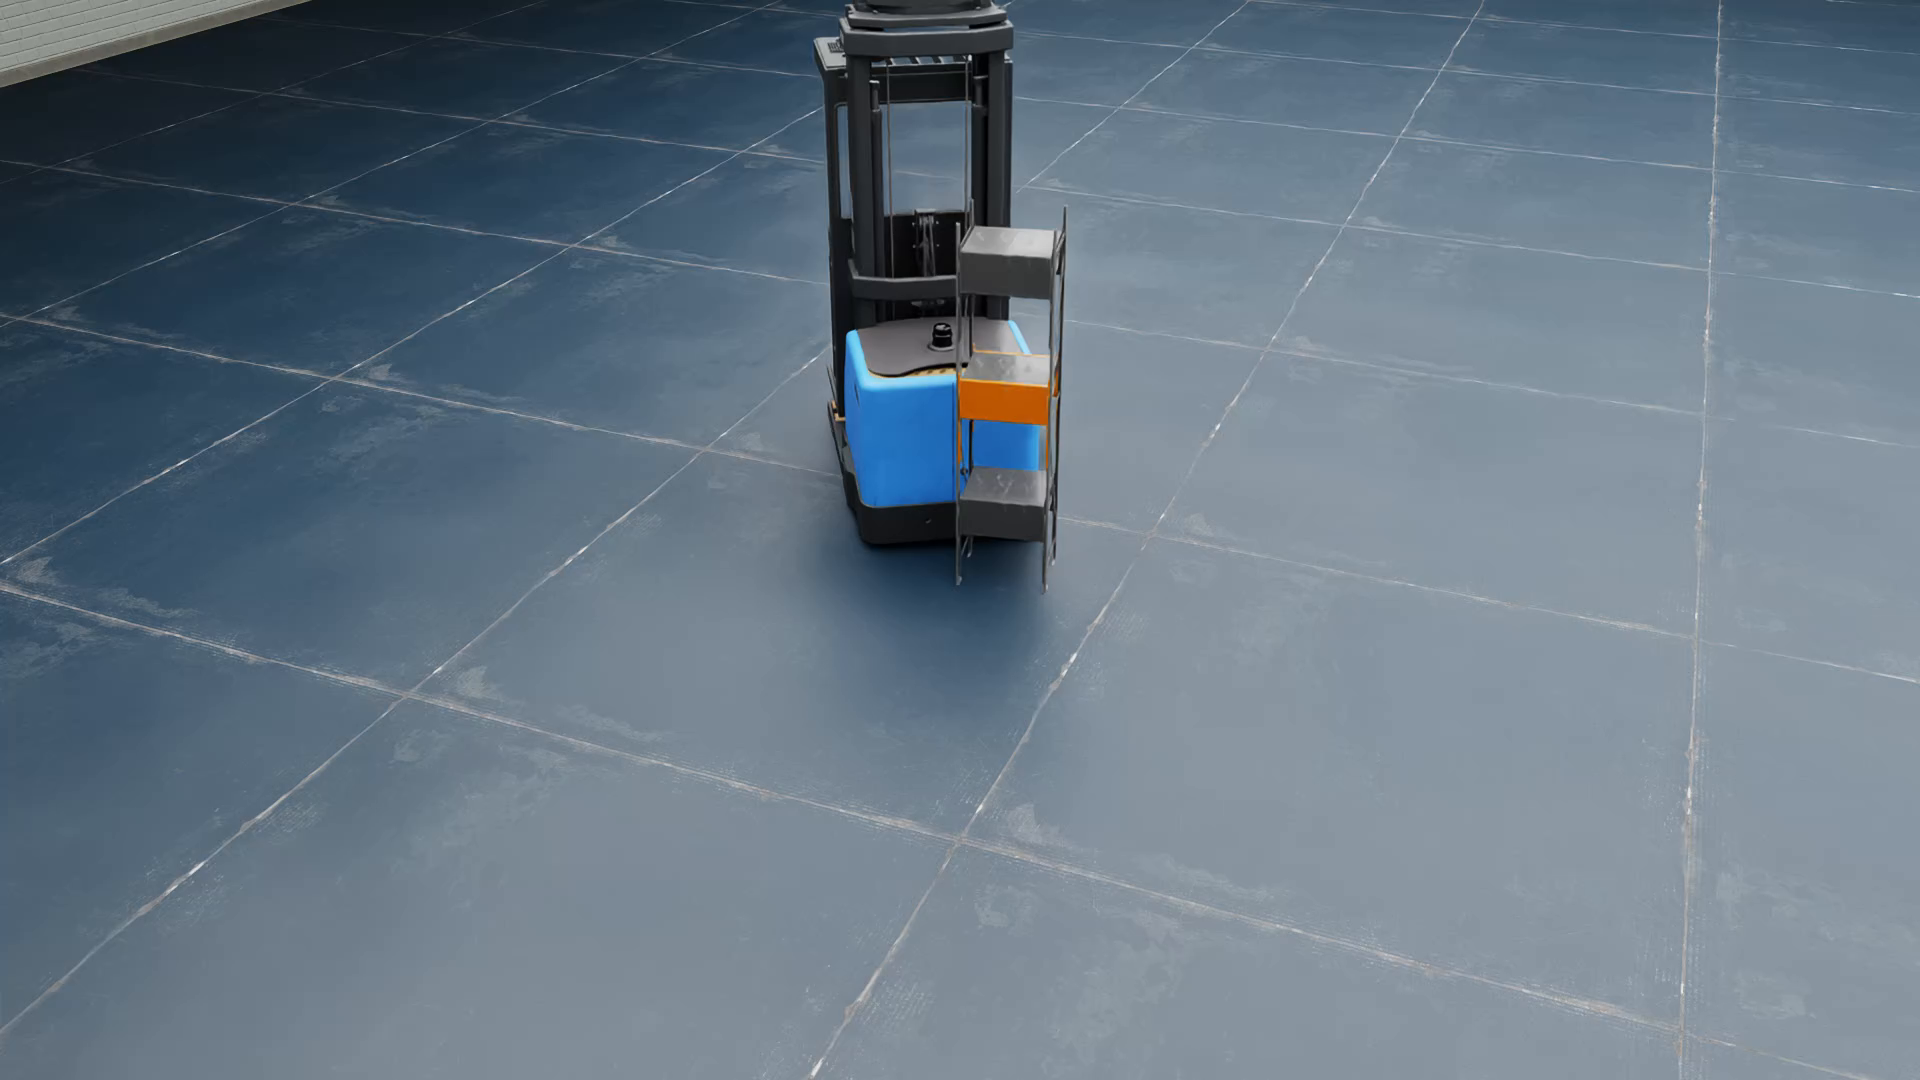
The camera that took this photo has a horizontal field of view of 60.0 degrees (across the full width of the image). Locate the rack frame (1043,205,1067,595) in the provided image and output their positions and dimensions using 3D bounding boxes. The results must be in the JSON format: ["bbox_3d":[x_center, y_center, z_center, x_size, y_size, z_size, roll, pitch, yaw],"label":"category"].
[{"bbox_3d":[0.504,-0.704,8.862,0.015,2.100,0.400,6,30,10],"label":"rack frame"}]

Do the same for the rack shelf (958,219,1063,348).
[{"bbox_3d":[0.265,-1.325,8.566,0.480,0.518,0.431,6,30,10],"label":"rack shelf"}]

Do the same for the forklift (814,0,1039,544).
[{"bbox_3d":[-0.279,-1.958,10.236,1.130,2.935,3.031,-5,30,-8],"label":"forklift"}]

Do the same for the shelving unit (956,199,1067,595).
[{"bbox_3d":[0.265,-0.728,8.903,0.503,2.100,0.431,6,30,10],"label":"shelving unit"}]

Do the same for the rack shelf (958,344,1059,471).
[{"bbox_3d":[0.265,-0.716,8.910,0.480,0.518,0.431,6,30,10],"label":"rack shelf"}]

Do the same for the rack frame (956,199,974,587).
[{"bbox_3d":[0.026,-0.751,8.944,0.015,2.100,0.400,6,30,10],"label":"rack frame"}]

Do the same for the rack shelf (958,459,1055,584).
[{"bbox_3d":[0.265,-0.106,9.255,0.480,0.518,0.431,6,30,10],"label":"rack shelf"}]
